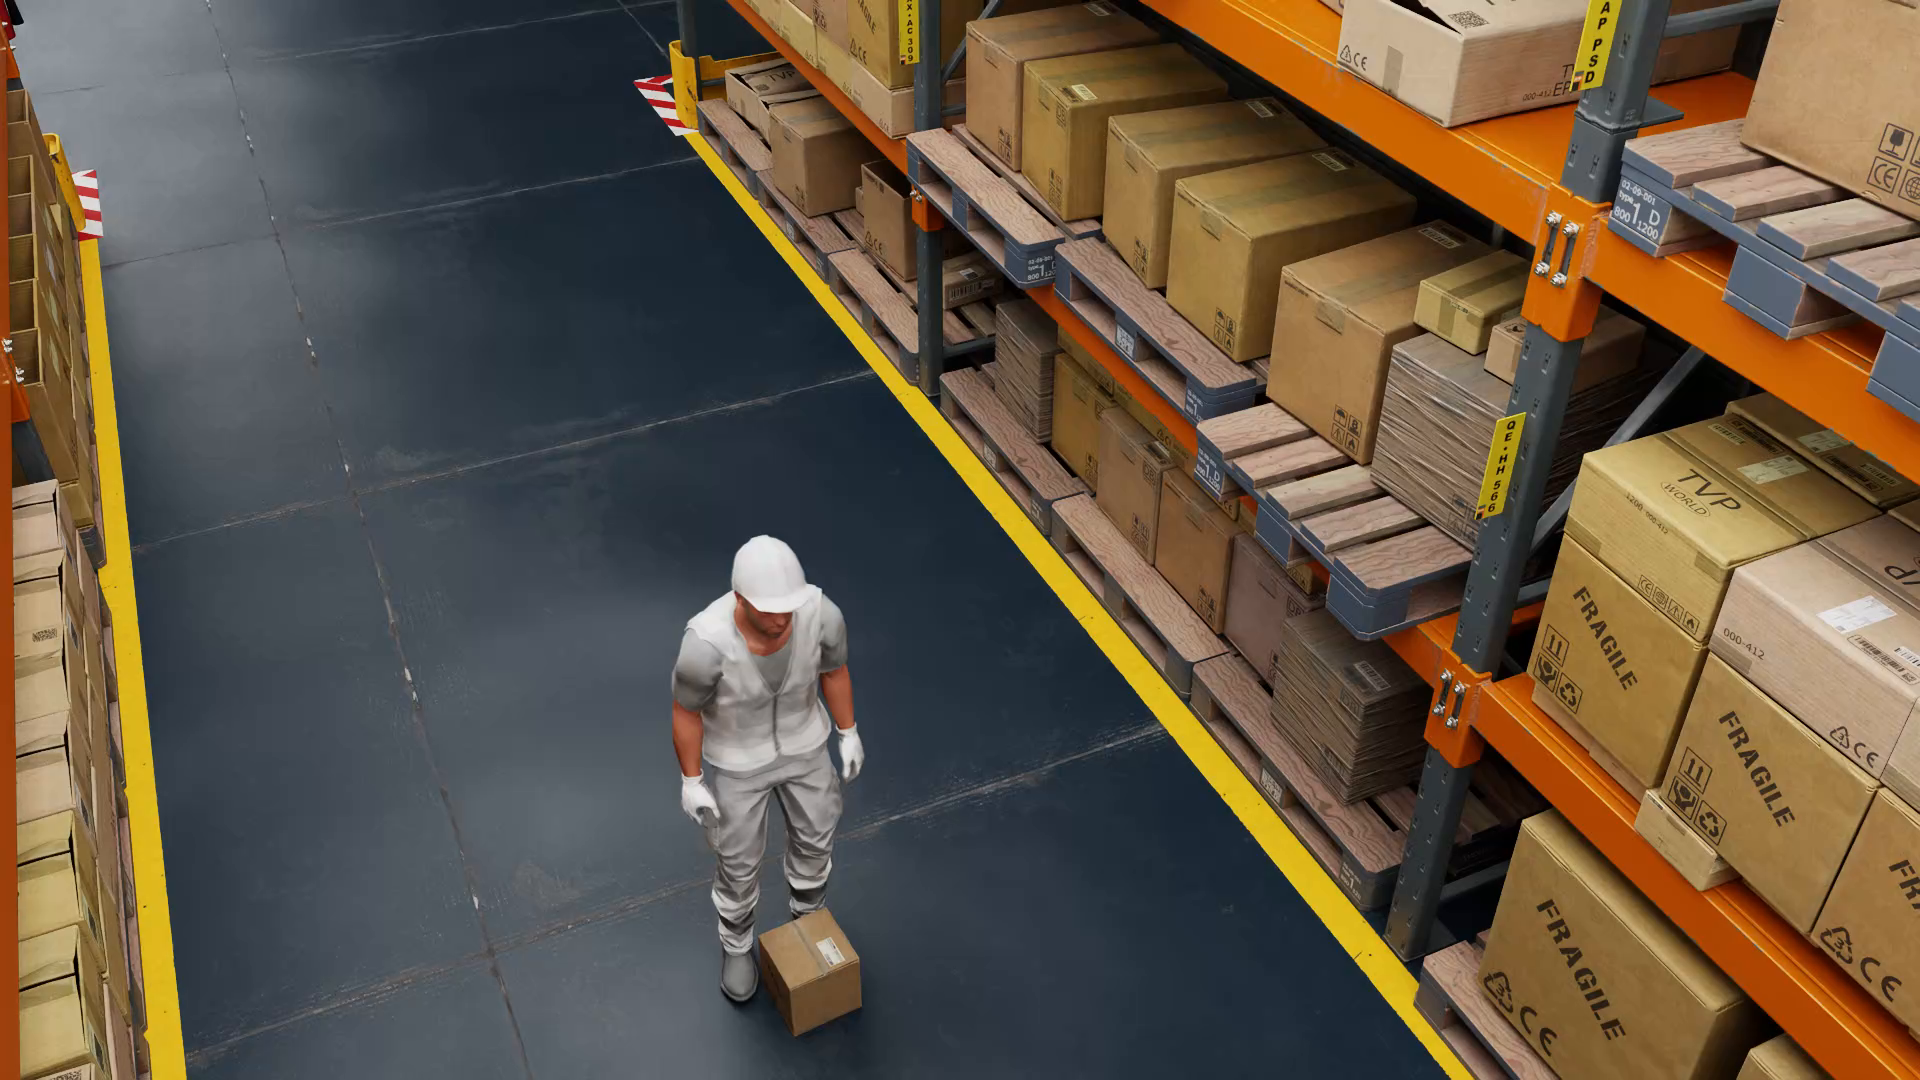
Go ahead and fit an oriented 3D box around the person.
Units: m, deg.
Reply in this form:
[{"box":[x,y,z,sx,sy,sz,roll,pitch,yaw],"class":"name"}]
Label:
[{"box":[-0.589,0.695,5.212,0.608,1.779,0.453,-16,40,-20],"class":"person"}]
